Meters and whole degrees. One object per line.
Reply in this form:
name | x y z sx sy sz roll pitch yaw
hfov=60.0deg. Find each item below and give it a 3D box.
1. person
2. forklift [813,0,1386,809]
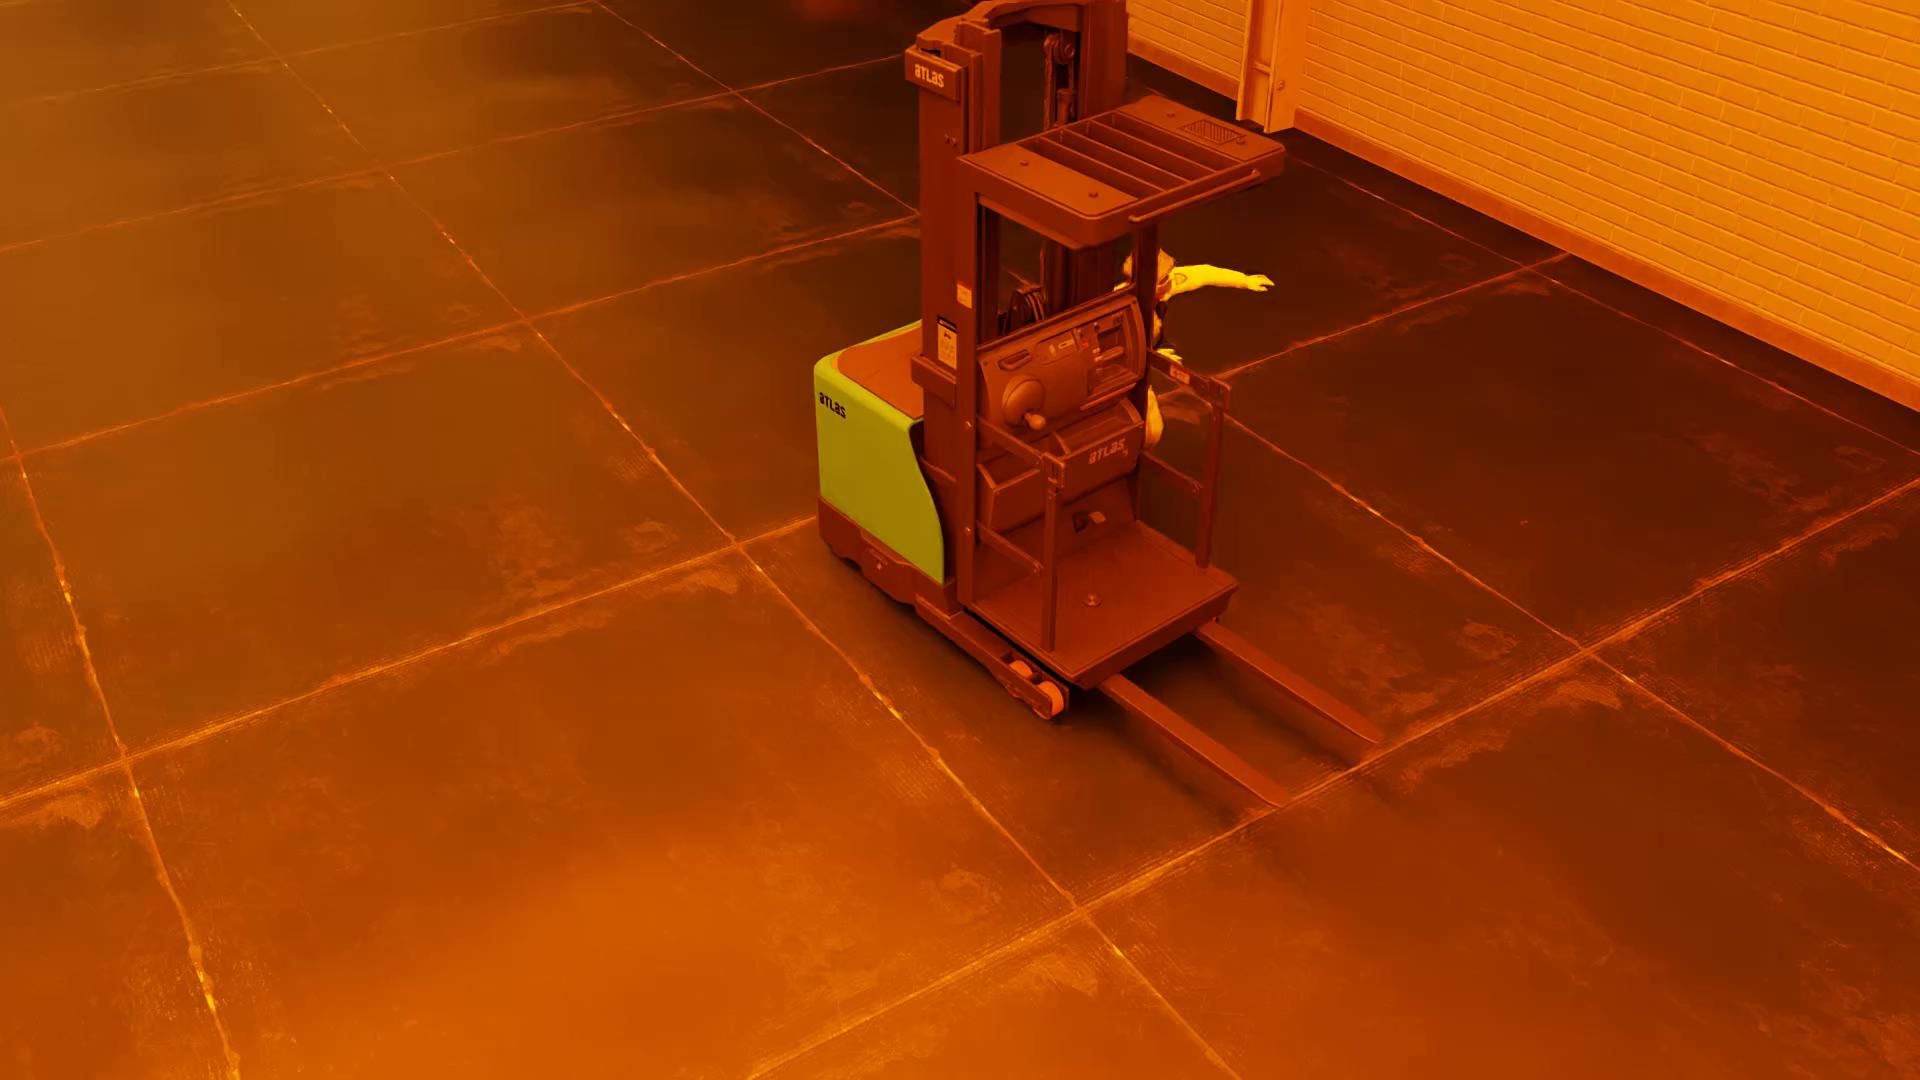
person | 0.955 -0.875 8.682 1.508 1.333 0.754 -21 40 -27
forklift | 0.598 -0.719 7.170 1.130 2.935 3.031 -26 42 -32
